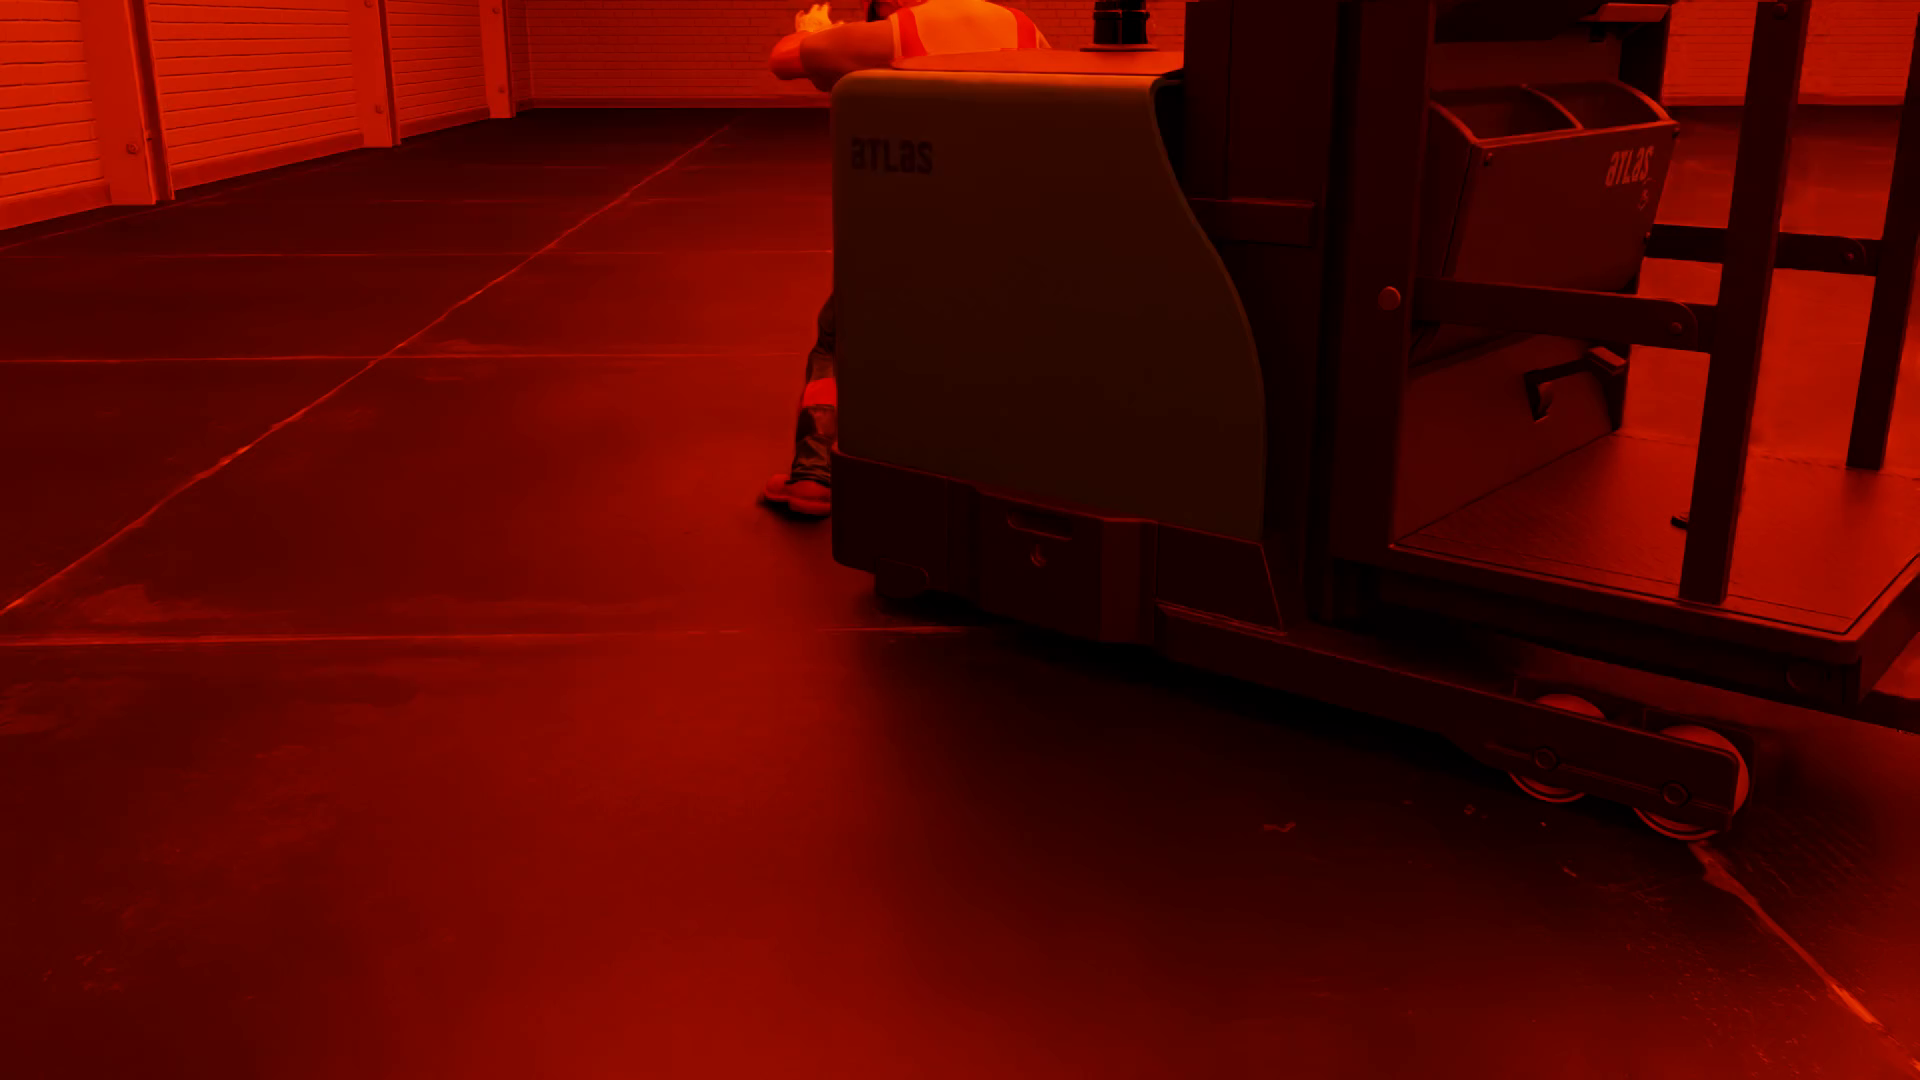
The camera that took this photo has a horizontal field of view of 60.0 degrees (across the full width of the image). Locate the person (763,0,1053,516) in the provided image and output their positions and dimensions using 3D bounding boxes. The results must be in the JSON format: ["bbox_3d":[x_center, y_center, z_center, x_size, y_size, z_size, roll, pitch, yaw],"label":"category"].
[{"bbox_3d":[-0.104,-0.894,4.511,1.059,1.389,1.130,-5,18,-17],"label":"person"}]

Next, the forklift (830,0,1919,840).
[{"bbox_3d":[1.184,-1.132,2.607,3.031,2.935,1.130,14,22,38],"label":"forklift"}]
